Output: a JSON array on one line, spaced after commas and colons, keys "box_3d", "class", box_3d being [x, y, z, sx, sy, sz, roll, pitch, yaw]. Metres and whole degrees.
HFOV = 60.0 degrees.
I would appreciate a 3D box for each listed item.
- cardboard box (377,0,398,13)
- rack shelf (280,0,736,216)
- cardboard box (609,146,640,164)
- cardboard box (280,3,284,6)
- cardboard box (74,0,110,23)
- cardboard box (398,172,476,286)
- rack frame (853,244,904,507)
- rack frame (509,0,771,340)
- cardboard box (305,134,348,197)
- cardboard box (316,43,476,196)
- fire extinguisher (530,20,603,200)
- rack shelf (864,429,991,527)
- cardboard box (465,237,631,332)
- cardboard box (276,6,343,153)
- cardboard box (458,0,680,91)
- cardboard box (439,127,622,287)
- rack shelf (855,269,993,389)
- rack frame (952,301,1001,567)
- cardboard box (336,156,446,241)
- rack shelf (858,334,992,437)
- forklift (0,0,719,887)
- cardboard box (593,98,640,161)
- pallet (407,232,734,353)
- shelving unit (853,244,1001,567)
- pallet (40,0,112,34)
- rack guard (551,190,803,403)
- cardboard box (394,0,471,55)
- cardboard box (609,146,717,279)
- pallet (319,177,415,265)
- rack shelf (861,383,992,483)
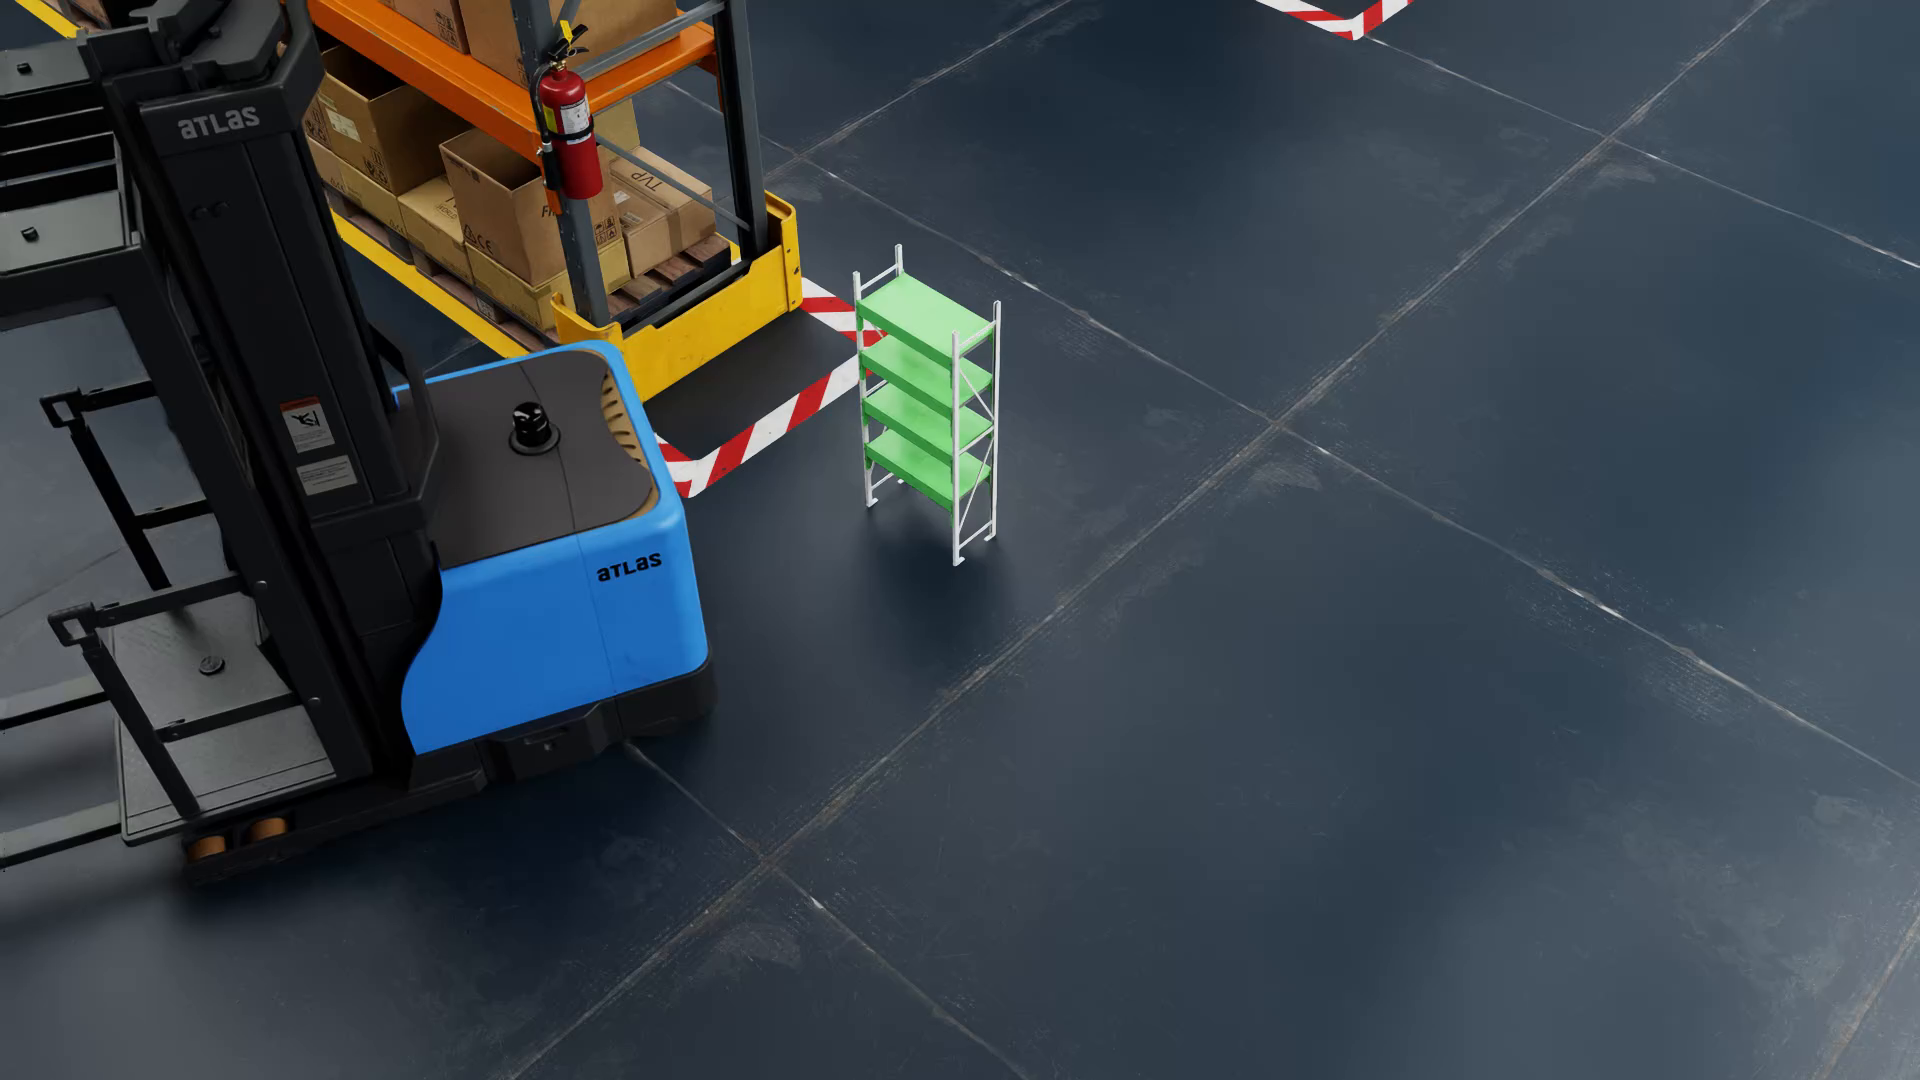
[{"box_3d": [-2.335, -2.718, 7.175, 0.500, 0.500, 0.700, 34, 56, 28], "class": "cardboard box"}, {"box_3d": [-2.720, -2.683, 7.705, 4.000, 0.370, 1.077, 34, 55, 28], "class": "rack shelf"}, {"box_3d": [-1.863, -1.772, 7.954, 0.500, 0.250, 0.500, 34, 55, 28], "class": "cardboard box"}, {"box_3d": [-3.326, -2.486, 8.110, 0.500, 0.500, 0.500, 34, 55, 28], "class": "cardboard box"}, {"box_3d": [-4.691, -3.170, 9.267, 0.500, 0.250, 0.500, 33, 55, 27], "class": "cardboard box"}, {"box_3d": [-2.220, -1.490, 7.690, 0.500, 0.250, 0.500, 34, 55, 28], "class": "cardboard box"}, {"box_3d": [-0.301, -0.613, 6.503, 0.015, 1.200, 0.240, 34, 55, 28], "class": "rack frame"}, {"box_3d": [-1.250, -1.940, 6.514, 0.127, 3.000, 1.000, 34, 55, 28], "class": "rack frame"}, {"box_3d": [-2.955, -1.985, 8.154, 0.500, 0.250, 0.500, 34, 55, 28], "class": "cardboard box"}, {"box_3d": [-2.591, -1.992, 7.646, 0.500, 0.500, 0.500, 34, 55, 28], "class": "cardboard box"}, {"box_3d": [-1.478, -1.606, 6.254, 0.183, 0.674, 0.296, 34, 55, 28], "class": "fire extinguisher"}, {"box_3d": [-0.122, -0.285, 6.611, 0.480, 0.148, 0.258, 34, 55, 28], "class": "rack shelf"}, {"box_3d": [-1.845, -1.249, 7.464, 0.500, 0.250, 0.500, 34, 55, 28], "class": "cardboard box"}, {"box_3d": [-2.957, -2.239, 7.879, 0.500, 0.500, 0.500, 34, 55, 28], "class": "cardboard box"}, {"box_3d": [-1.584, -2.212, 6.701, 0.500, 0.500, 0.700, 34, 55, 28], "class": "cardboard box"}, {"box_3d": [-1.846, -1.505, 7.189, 0.500, 0.500, 0.500, 34, 55, 28], "class": "cardboard box"}, {"box_3d": [-0.122, -0.777, 6.086, 0.480, 0.148, 0.258, 34, 55, 28], "class": "rack shelf"}, {"box_3d": [0.058, -0.372, 6.276, 0.015, 1.200, 0.240, 34, 55, 28], "class": "rack frame"}, {"box_3d": [-2.589, -1.736, 7.921, 0.500, 0.250, 0.500, 34, 55, 28], "class": "cardboard box"}, {"box_3d": [-0.122, -0.613, 6.261, 0.480, 0.148, 0.258, 34, 55, 28], "class": "rack shelf"}, {"box_3d": [-2.455, -0.281, 5.004, 3.031, 2.935, 1.130, -16, 49, -15], "class": "forklift"}, {"box_3d": [-1.862, -2.030, 7.682, 0.500, 0.500, 0.500, 34, 55, 28], "class": "cardboard box"}, {"box_3d": [-1.840, -1.341, 7.864, 1.213, 0.211, 1.003, 34, 55, 28], "class": "pallet"}, {"box_3d": [-0.122, -0.493, 6.389, 0.503, 1.200, 0.258, 34, 55, 28], "class": "shelving unit"}, {"box_3d": [-4.757, -3.307, 9.710, 1.213, 0.211, 1.003, 34, 55, 28], "class": "pallet"}, {"box_3d": [-1.232, -1.072, 7.414, 0.348, 0.500, 1.175, 34, 55, 28], "class": "rack guard"}, {"box_3d": [-1.974, -2.469, 6.942, 0.500, 0.500, 0.700, 35, 56, 29], "class": "cardboard box"}, {"box_3d": [-1.493, -1.527, 7.724, 0.500, 0.250, 0.500, 34, 55, 28], "class": "cardboard box"}, {"box_3d": [-2.733, -1.944, 8.431, 1.213, 0.211, 1.003, 34, 55, 28], "class": "pallet"}, {"box_3d": [-0.122, -0.449, 6.436, 0.480, 0.148, 0.258, 34, 55, 28], "class": "rack shelf"}]
